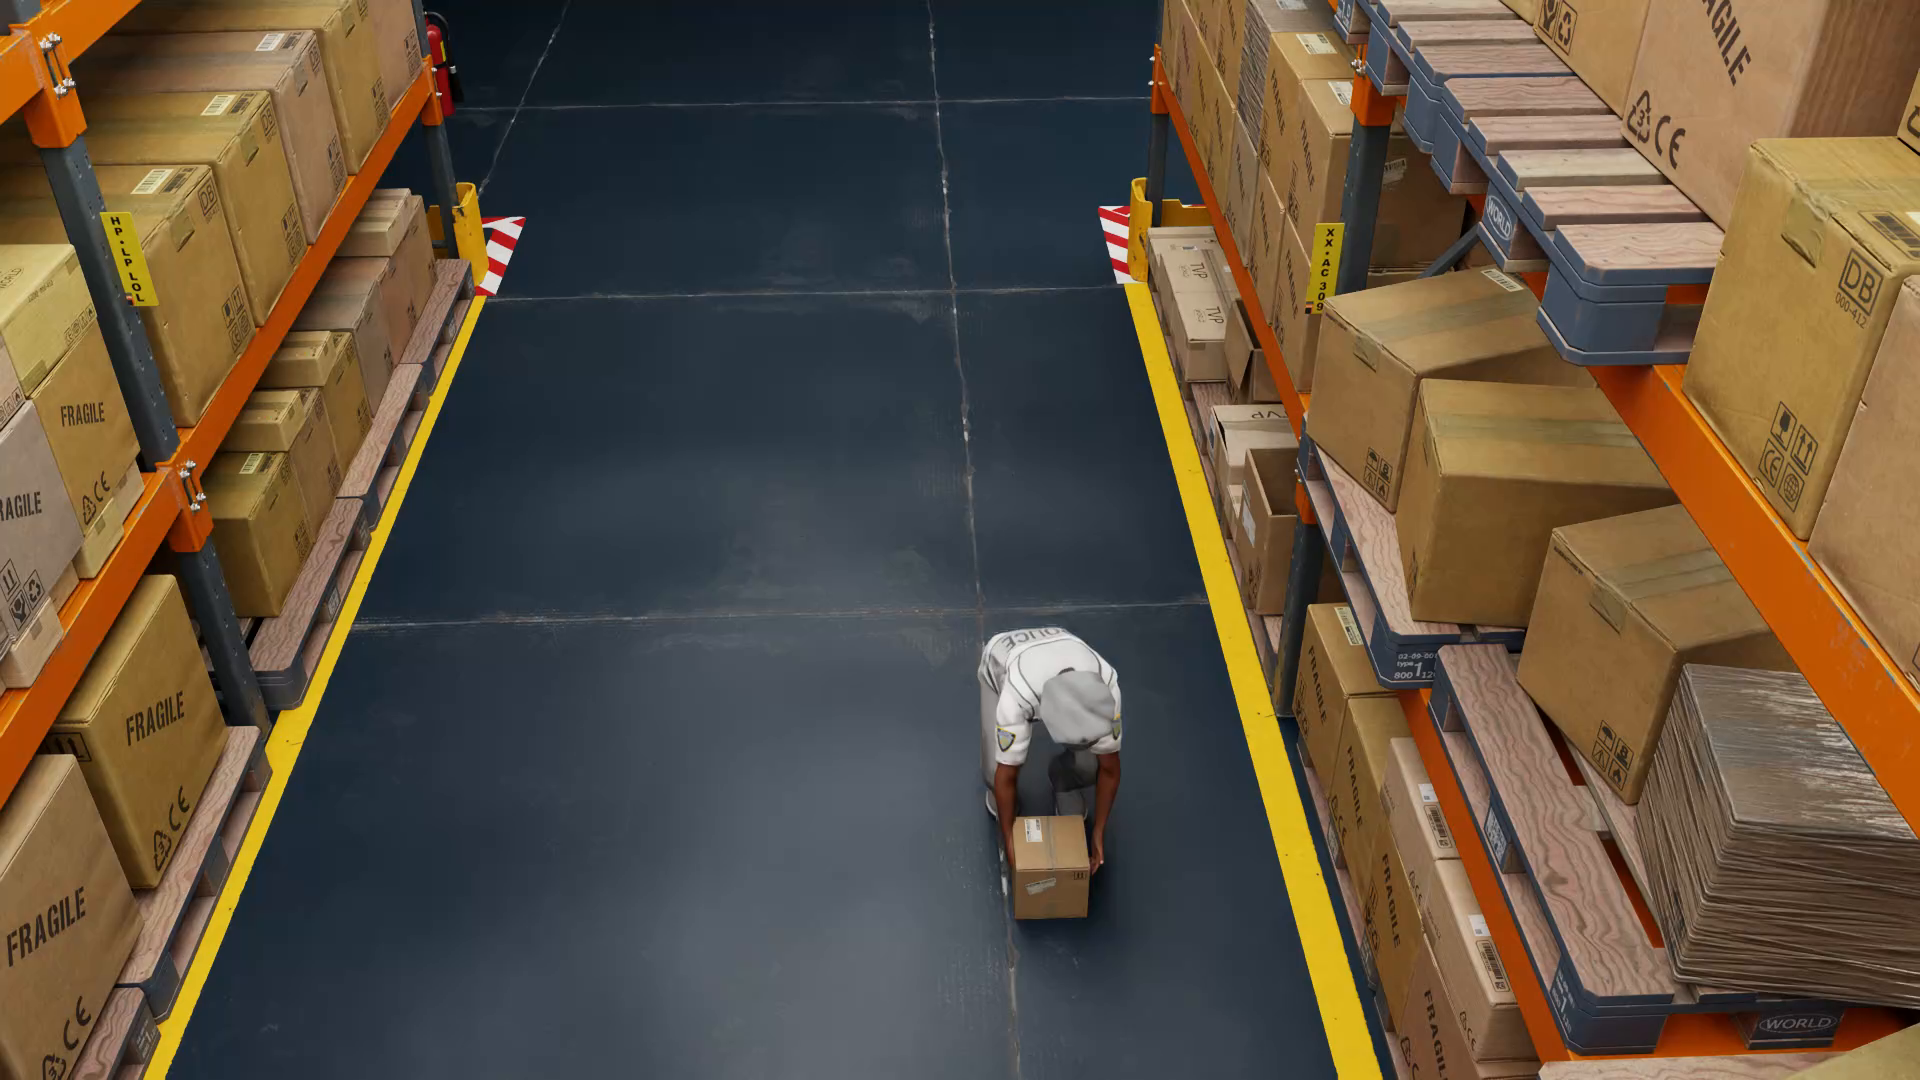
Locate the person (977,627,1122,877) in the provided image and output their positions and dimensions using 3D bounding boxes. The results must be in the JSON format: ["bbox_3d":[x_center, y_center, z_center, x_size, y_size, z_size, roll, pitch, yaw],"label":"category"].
[{"bbox_3d":[0.309,0.664,5.867,0.476,0.913,0.864,-3,36,-4],"label":"person"}]
